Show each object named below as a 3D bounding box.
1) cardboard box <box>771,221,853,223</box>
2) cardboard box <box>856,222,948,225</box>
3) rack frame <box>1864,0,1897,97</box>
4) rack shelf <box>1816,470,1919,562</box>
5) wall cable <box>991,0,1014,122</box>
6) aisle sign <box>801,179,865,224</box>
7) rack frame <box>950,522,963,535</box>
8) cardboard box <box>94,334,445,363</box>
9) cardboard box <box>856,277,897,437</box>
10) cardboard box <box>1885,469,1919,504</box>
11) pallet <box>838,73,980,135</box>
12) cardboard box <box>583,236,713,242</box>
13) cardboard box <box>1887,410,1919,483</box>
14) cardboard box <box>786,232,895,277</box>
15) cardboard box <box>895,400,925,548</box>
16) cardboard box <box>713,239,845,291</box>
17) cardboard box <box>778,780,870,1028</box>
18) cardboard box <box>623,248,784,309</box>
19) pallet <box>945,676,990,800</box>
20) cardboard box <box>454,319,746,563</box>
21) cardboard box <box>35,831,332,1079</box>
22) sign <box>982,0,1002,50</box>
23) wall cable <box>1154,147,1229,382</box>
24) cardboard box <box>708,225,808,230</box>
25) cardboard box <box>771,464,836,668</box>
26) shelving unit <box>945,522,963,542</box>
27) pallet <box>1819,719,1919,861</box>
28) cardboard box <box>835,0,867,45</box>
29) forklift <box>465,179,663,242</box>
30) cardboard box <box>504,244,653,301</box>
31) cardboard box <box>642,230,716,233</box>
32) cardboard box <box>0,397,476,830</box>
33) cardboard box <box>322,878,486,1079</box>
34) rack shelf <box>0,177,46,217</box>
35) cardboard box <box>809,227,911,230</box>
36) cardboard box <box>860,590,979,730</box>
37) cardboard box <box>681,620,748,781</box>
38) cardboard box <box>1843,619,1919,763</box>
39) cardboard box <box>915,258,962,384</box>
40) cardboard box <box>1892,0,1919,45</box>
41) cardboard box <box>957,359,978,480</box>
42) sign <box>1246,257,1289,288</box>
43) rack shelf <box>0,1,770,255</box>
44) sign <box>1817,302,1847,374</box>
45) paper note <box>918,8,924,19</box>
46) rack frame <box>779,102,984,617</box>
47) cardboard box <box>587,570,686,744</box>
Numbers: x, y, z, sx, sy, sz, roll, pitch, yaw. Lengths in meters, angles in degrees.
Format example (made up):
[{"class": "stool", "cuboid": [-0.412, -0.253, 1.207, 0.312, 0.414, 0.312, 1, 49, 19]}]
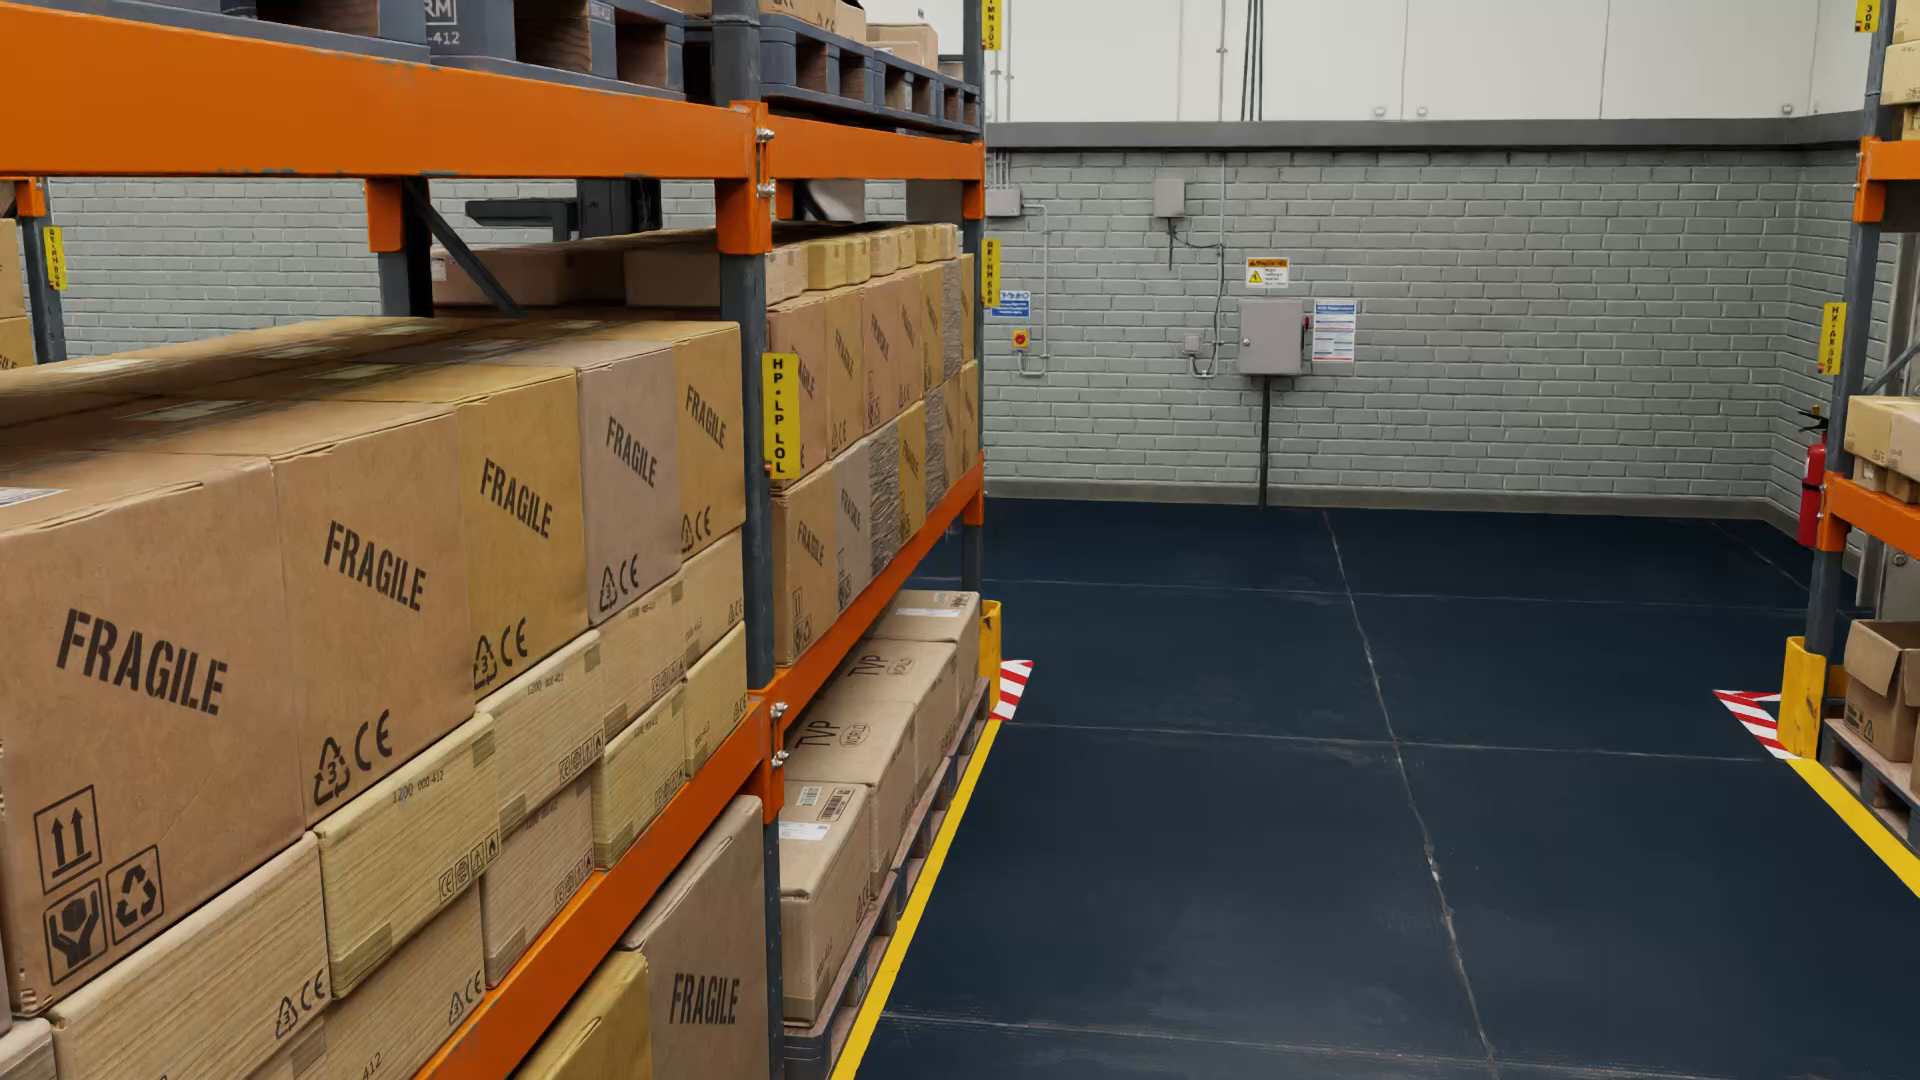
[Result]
[{"class": "cardboard box", "cuboid": [-0.715, -1.429, 7.854, 0.380, 0.149, 0.250, 2, 12, 10]}, {"class": "cardboard box", "cuboid": [-0.260, -1.359, 7.530, 0.380, 0.149, 0.250, 2, 12, 10]}, {"class": "rack frame", "cuboid": [4.518, -3.412, 6.965, 1.000, 3.000, 0.127, 2, 12, 9]}, {"class": "rack shelf", "cuboid": [4.211, 0.289, 5.741, 1.077, 0.370, 4.000, 2, 12, 9]}, {"class": "wall cable", "cuboid": [0.209, -4.765, 13.244, 0.463, 3.000, 0.029, 2, 12, 9]}, {"class": "aisle sign", "cuboid": [-0.662, -1.934, 8.179, 0.394, 0.787, 0.004, 2, 12, 9]}, {"class": "rack frame", "cuboid": [0.027, -0.550, 12.552, 0.200, 1.050, 0.008, 2, 12, 9]}, {"class": "cardboard box", "cuboid": [-1.405, -0.155, 3.483, 0.500, 0.500, 0.500, 2, 12, 8]}, {"class": "cardboard box", "cuboid": [-0.516, -0.647, 5.764, 0.500, 0.500, 0.500, 2, 12, 10]}, {"class": "cardboard box", "cuboid": [4.203, -0.242, 7.094, 0.380, 0.149, 0.250, 2, 12, 10]}, {"class": "pallet", "cuboid": [-0.491, -1.907, 7.315, 1.003, 0.211, 1.213, 2, 12, 9]}, {"class": "cardboard box", "cuboid": [-1.049, -0.945, 5.609, 0.380, 0.149, 0.250, 2, 12, 8]}, {"class": "cardboard box", "cuboid": [4.105, -0.361, 6.697, 0.500, 0.250, 0.500, 2, 12, 9]}, {"class": "cardboard box", "cuboid": [-0.444, -1.035, 6.026, 0.380, 0.149, 0.250, 2, 12, 9]}, {"class": "cardboard box", "cuboid": [-0.428, -0.260, 6.342, 0.500, 0.500, 0.500, 2, 12, 10]}, {"class": "cardboard box", "cuboid": [-0.577, -0.877, 5.292, 0.380, 0.149, 0.250, 2, 12, 8]}, {"class": "cardboard box", "cuboid": [-0.800, 1.113, 5.292, 0.875, 0.438, 0.875, 2, 12, 8]}, {"class": "cardboard box", "cuboid": [-0.697, -0.719, 4.557, 0.380, 0.149, 0.250, 2, 12, 8]}, {"class": "pallet", "cuboid": [-0.433, 0.893, 7.849, 1.003, 0.211, 1.213, 2, 12, 9]}, {"class": "cardboard box", "cuboid": [-0.823, -0.243, 3.891, 0.500, 0.500, 0.500, 2, 12, 10]}, {"class": "cardboard box", "cuboid": [-1.126, 0.547, 2.006, 0.500, 0.250, 0.500, 2, 12, 8]}, {"class": "sign", "cuboid": [0.147, -2.479, 7.844, 0.100, 0.325, 0.005, 2, 12, 9]}, {"class": "wall cable", "cuboid": [1.860, -2.267, 13.481, 0.588, 1.984, 0.122, 2, 12, 9]}, {"class": "cardboard box", "cuboid": [-0.861, -1.266, 7.099, 0.380, 0.149, 0.250, 1, 12, 7]}, {"class": "cardboard box", "cuboid": [-0.671, 0.055, 4.879, 0.500, 0.500, 0.500, 2, 12, 11]}, {"class": "shelving unit", "cuboid": [0.008, -0.524, 12.434, 0.215, 1.050, 0.252, 2, 12, 9]}, {"class": "pallet", "cuboid": [4.385, 1.066, 7.047, 1.003, 0.211, 1.213, 2, 12, 9]}, {"class": "cardboard box", "cuboid": [-0.667, -2.006, 6.540, 0.500, 0.311, 0.500, 2, 12, 10]}, {"class": "forklift", "cuboid": [-3.028, -1.519, 12.583, 3.031, 2.935, 1.130, 2, 12, 8]}, {"class": "cardboard box", "cuboid": [-1.121, -0.787, 4.875, 0.380, 0.149, 0.250, 2, 12, 10]}, {"class": "cardboard box", "cuboid": [-0.995, -1.108, 6.362, 0.380, 0.149, 0.250, 2, 12, 7]}, {"class": "cardboard box", "cuboid": [-1.057, 0.078, 2.401, 0.500, 0.500, 0.500, 2, 12, 10]}, {"class": "cardboard box", "cuboid": [-1.073, 0.686, 2.544, 0.500, 0.250, 0.500, 2, 12, 9]}, {"class": "rack shelf", "cuboid": [-5.601, -1.477, 6.814, 1.077, 0.370, 4.000, 2, 12, 9]}, {"class": "cardboard box", "cuboid": [-0.406, -1.199, 6.789, 0.380, 0.149, 0.250, 2, 12, 8]}, {"class": "cardboard box", "cuboid": [-0.390, 0.549, 7.913, 0.875, 0.438, 0.875, 1, 12, 7]}, {"class": "cardboard box", "cuboid": [-0.822, 0.368, 4.020, 0.500, 0.250, 0.500, 2, 12, 7]}, {"class": "cardboard box", "cuboid": [4.331, 0.660, 7.239, 0.797, 0.503, 0.637, 1, 12, 6]}, {"class": "cardboard box", "cuboid": [-0.277, -0.959, 7.213, 0.500, 0.500, 0.500, 2, 12, 9]}, {"class": "cardboard box", "cuboid": [4.202, -2.178, 6.822, 0.500, 0.250, 0.500, 2, 12, 8]}, {"class": "cardboard box", "cuboid": [-0.200, -0.579, 7.823, 0.500, 0.500, 0.500, 2, 12, 9]}, {"class": "sign", "cuboid": [2.488, -2.164, 13.454, 0.339, 0.242, 0.001, 2, 12, 9]}, {"class": "rack shelf", "cuboid": [-1.310, -0.505, 2.304, 1.077, 0.370, 4.000, 2, 12, 9]}, {"class": "sign", "cuboid": [3.982, -0.920, 7.587, 0.100, 0.325, 0.005, 2, 12, 9]}, {"class": "paper note", "cuboid": [-0.135, -1.857, 5.862, 0.006, 0.032, 0.123, 2, 12, 9]}, {"class": "rack frame", "cuboid": [-0.387, -0.639, 8.339, 1.000, 3.000, 0.127, 2, 12, 9]}, {"class": "cardboard box", "cuboid": [-0.899, 0.226, 3.493, 0.500, 0.250, 0.500, 2, 12, 10]}]
